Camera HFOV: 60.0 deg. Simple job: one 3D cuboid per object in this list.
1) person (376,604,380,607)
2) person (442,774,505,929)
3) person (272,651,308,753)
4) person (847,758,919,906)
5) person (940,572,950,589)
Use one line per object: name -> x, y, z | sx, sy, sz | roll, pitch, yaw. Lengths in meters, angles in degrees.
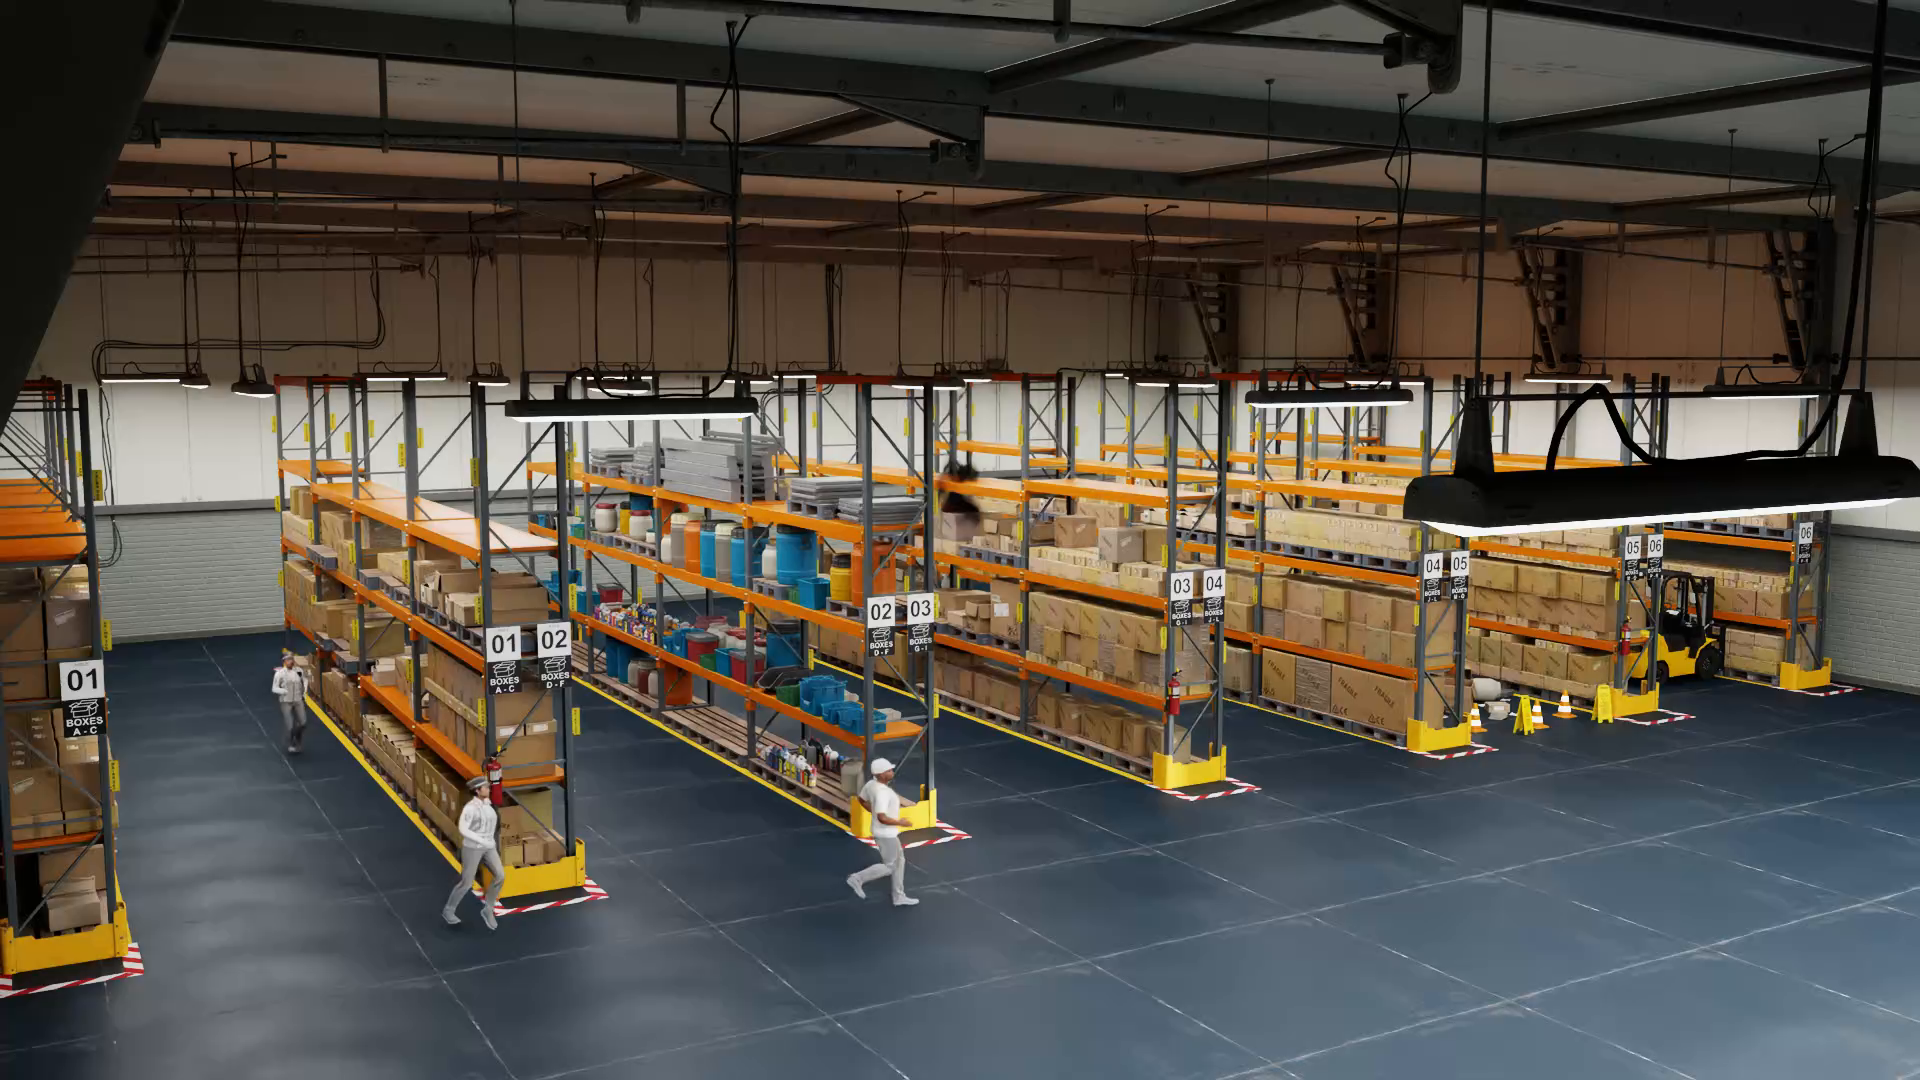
person -> -11.981, 1.807, 34.502 | 0.546, 1.518, 0.608 | 3, 7, 28
person -> -5.398, 3.477, 18.662 | 0.653, 1.704, 0.672 | 2, 7, 21
person -> -10.642, 2.590, 26.560 | 0.600, 1.657, 0.564 | -5, 8, -37
person -> -0.897, 3.373, 19.148 | 0.863, 1.745, 0.699 | -1, 6, -12
person -> -0.212, 0.943, 41.995 | 0.738, 1.654, 0.639 | 0, 6, 1
